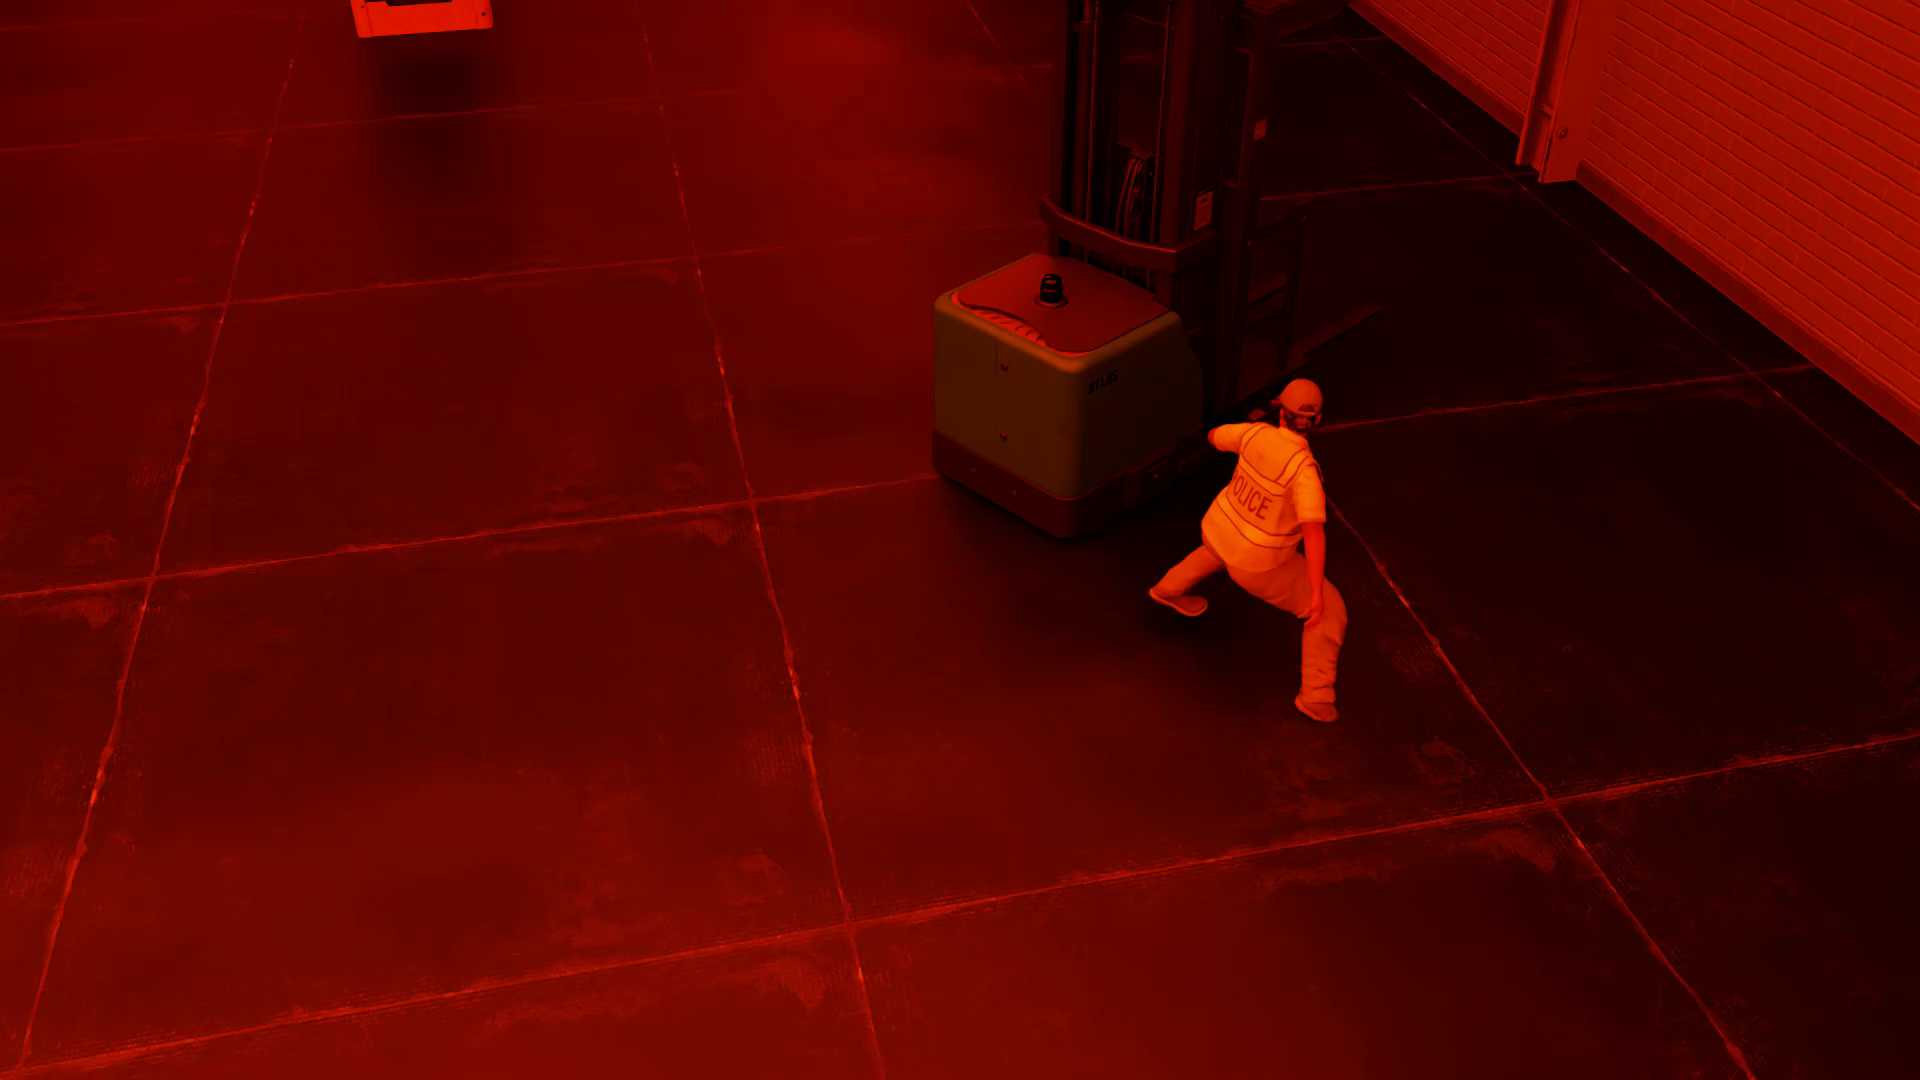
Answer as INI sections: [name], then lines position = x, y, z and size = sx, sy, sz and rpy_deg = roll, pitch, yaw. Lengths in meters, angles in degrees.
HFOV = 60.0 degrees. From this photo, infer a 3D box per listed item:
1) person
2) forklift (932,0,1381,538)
[person]
position = 1.357, 0.036, 7.299
size = 0.510, 1.591, 1.128
rpy_deg = -15, 38, -20
[forklift]
position = 1.255, -1.949, 8.759
size = 3.031, 2.935, 1.130
rpy_deg = -30, 45, -35
